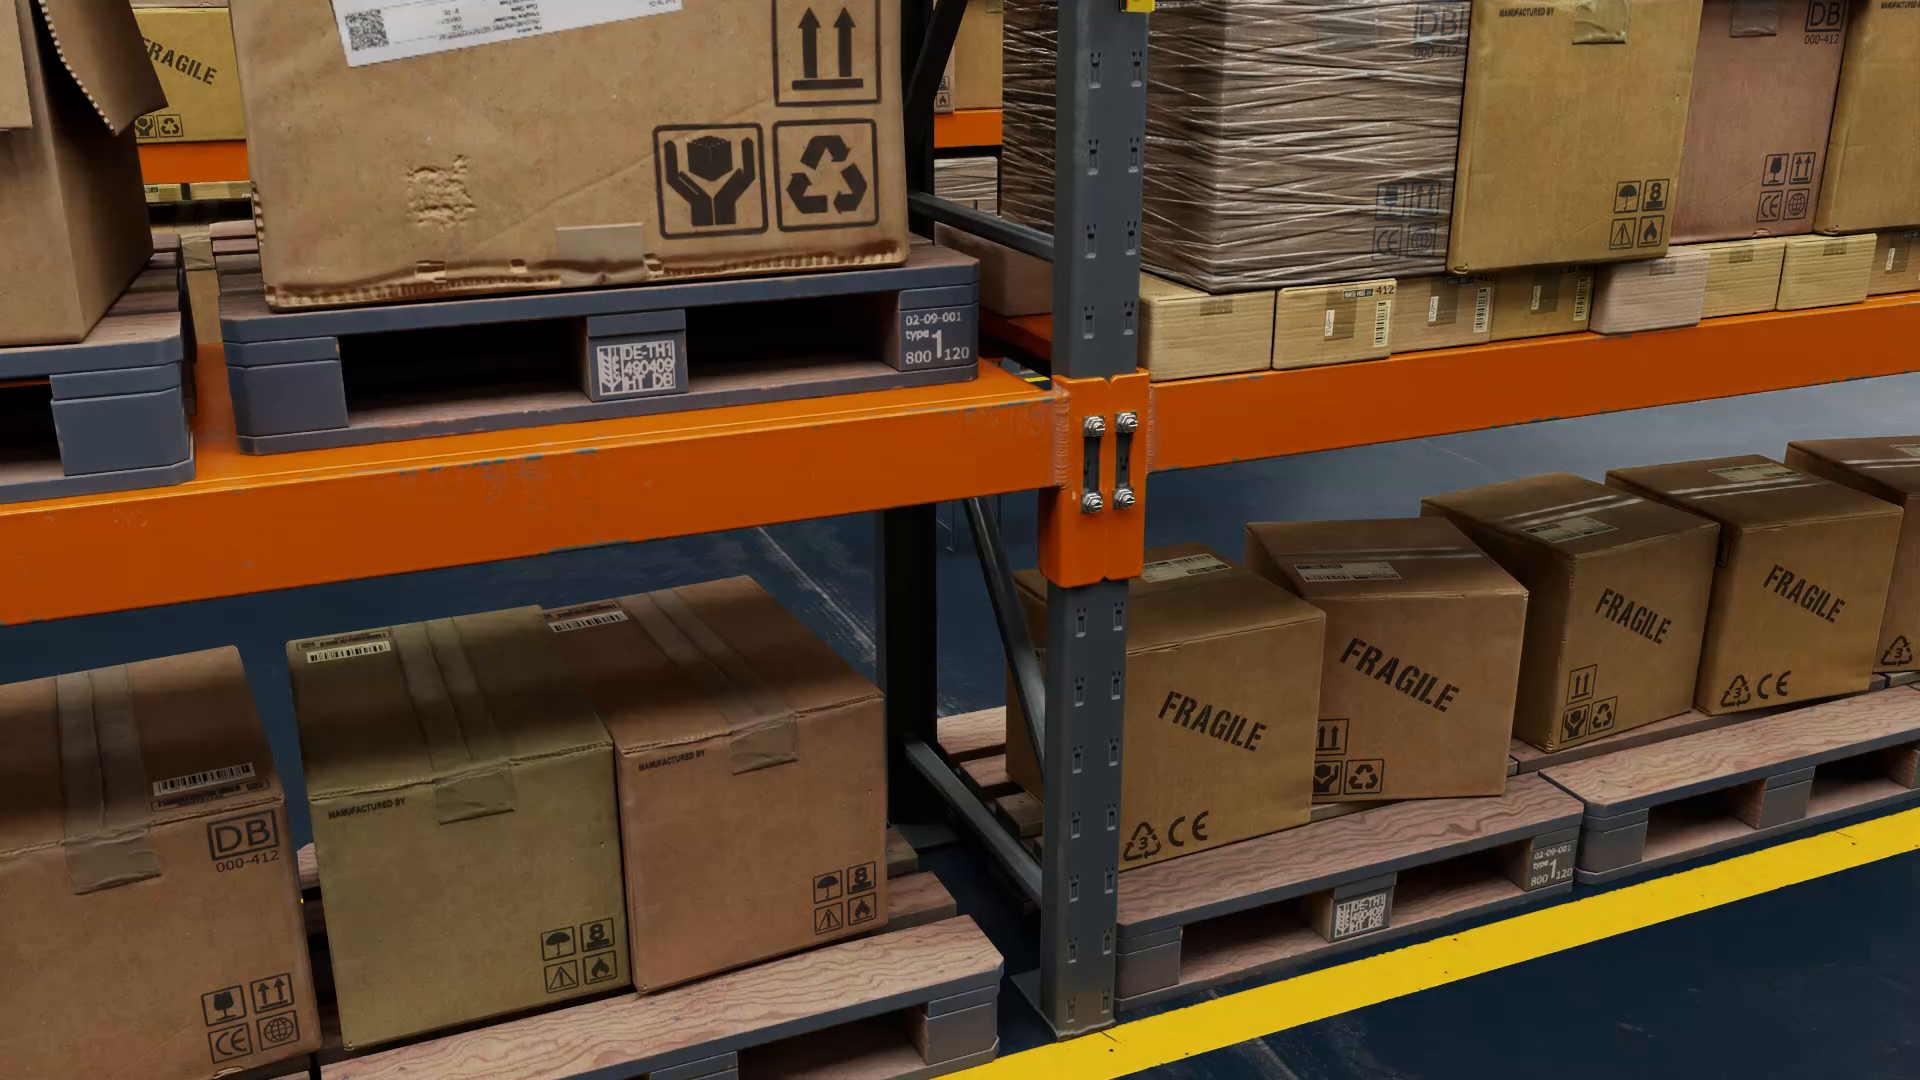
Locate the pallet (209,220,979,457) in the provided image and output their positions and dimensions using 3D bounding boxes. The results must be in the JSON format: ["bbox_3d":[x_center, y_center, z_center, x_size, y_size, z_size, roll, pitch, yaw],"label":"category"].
[{"bbox_3d":[-0.708,-0.449,3.069,1.213,0.211,1.003,-8,21,-22],"label":"pallet"}]

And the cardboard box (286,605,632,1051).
[{"bbox_3d":[-0.966,0.507,3.166,0.500,0.500,0.700,-8,21,-22],"label":"cardboard box"}]

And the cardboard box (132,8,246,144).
[{"bbox_3d":[-3.122,-1.885,6.709,0.500,0.500,0.500,-8,21,-21],"label":"cardboard box"}]

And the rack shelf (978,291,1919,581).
[{"bbox_3d":[1.888,-0.519,4.063,4.000,0.370,1.077,-8,21,-22],"label":"rack shelf"}]

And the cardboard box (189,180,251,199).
[{"bbox_3d":[-5.013,-2.411,11.676,0.625,0.372,0.950,-7,21,-19],"label":"cardboard box"}]

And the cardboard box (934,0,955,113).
[{"bbox_3d":[-0.448,-2.359,7.978,0.550,0.550,0.875,-8,21,-22],"label":"cardboard box"}]

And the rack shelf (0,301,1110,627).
[{"bbox_3d":[-1.785,0.007,2.569,4.000,0.370,1.077,-8,21,-22],"label":"rack shelf"}]

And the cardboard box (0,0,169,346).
[{"bbox_3d":[-1.504,-0.586,2.382,0.637,0.503,0.797,-6,20,-16],"label":"cardboard box"}]

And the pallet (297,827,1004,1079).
[{"bbox_3d":[-0.663,0.823,3.367,1.213,0.211,1.003,-8,21,-22],"label":"pallet"}]

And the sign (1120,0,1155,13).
[{"bbox_3d":[0.275,-0.973,2.525,0.005,0.325,0.100,-8,21,-22],"label":"sign"}]

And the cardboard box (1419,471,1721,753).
[{"bbox_3d":[1.496,0.162,4.177,0.500,0.500,0.500,-10,22,-27],"label":"cardboard box"}]

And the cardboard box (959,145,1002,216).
[{"bbox_3d":[0.449,-1.618,8.666,0.875,0.875,0.875,-9,21,-23],"label":"cardboard box"}]

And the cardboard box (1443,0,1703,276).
[{"bbox_3d":[0.962,-0.878,3.401,0.500,0.500,0.875,-8,21,-22],"label":"cardboard box"}]

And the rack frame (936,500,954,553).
[{"bbox_3d":[-0.071,-0.556,5.794,0.006,1.200,0.240,-8,21,-22],"label":"rack frame"}]

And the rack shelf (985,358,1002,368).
[{"bbox_3d":[0.013,-0.639,5.803,0.180,0.103,0.258,-8,21,-22],"label":"rack shelf"}]

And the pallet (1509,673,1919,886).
[{"bbox_3d":[1.776,0.459,4.401,1.213,0.211,1.003,-8,21,-22],"label":"pallet"}]

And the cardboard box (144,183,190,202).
[{"bbox_3d":[-5.651,-2.319,11.415,0.625,0.372,0.950,-7,21,-20],"label":"cardboard box"}]

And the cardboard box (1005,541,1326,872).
[{"bbox_3d":[0.434,0.345,3.657,0.500,0.500,0.500,-9,21,-24],"label":"cardboard box"}]

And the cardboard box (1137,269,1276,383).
[{"bbox_3d":[0.368,-0.413,3.058,0.250,0.149,0.380,-8,21,-22],"label":"cardboard box"}]

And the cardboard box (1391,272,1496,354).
[{"bbox_3d":[0.821,-0.484,3.258,0.250,0.149,0.380,-8,21,-22],"label":"cardboard box"}]

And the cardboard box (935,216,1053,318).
[{"bbox_3d":[0.132,-0.595,3.573,0.250,0.149,0.380,-8,21,-22],"label":"cardboard box"}]

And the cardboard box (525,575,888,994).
[{"bbox_3d":[-0.521,0.450,3.328,0.500,0.500,0.700,-10,22,-26],"label":"cardboard box"}]

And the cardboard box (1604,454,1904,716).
[{"bbox_3d":[2.027,0.102,4.347,0.500,0.500,0.500,-6,20,-17],"label":"cardboard box"}]

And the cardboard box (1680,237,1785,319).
[{"bbox_3d":[1.506,-0.585,3.546,0.250,0.149,0.380,-8,21,-22],"label":"cardboard box"}]

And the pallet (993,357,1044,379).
[{"bbox_3d":[0.031,-1.044,8.669,1.213,0.211,1.003,-8,21,-22],"label":"pallet"}]

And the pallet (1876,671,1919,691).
[{"bbox_3d":[2.894,0.300,4.853,1.213,0.211,1.003,-8,21,-22],"label":"pallet"}]

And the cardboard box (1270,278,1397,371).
[{"bbox_3d":[0.603,-0.442,3.140,0.250,0.149,0.380,-8,21,-22],"label":"cardboard box"}]

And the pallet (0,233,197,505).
[{"bbox_3d":[-1.820,-0.252,2.509,1.213,0.211,1.003,-8,21,-22],"label":"pallet"}]

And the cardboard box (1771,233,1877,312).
[{"bbox_3d":[1.740,-0.615,3.630,0.250,0.149,0.380,-8,21,-22],"label":"cardboard box"}]

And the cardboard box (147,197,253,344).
[{"bbox_3d":[-3.242,-1.023,7.167,0.750,0.750,1.050,-8,21,-22],"label":"cardboard box"}]

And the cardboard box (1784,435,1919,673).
[{"bbox_3d":[2.609,0.026,4.565,0.500,0.500,0.500,-3,20,-8],"label":"cardboard box"}]

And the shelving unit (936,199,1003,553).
[{"bbox_3d":[0.013,-0.568,5.828,0.189,1.200,0.258,-8,21,-22],"label":"shelving unit"}]

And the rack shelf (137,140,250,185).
[{"bbox_3d":[-3.657,-1.519,6.902,4.000,0.370,1.077,-8,21,-22],"label":"rack shelf"}]

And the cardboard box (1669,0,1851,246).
[{"bbox_3d":[1.381,-0.975,3.675,0.500,0.500,0.875,-8,21,-22],"label":"cardboard box"}]

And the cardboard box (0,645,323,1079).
[{"bbox_3d":[-1.480,0.581,2.956,0.500,0.500,0.700,-10,22,-27],"label":"cardboard box"}]

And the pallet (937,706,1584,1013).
[{"bbox_3d":[0.654,0.621,3.941,1.213,0.211,1.003,-8,21,-22],"label":"pallet"}]

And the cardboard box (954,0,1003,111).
[{"bbox_3d":[-0.001,-2.459,8.263,0.500,0.550,0.875,-8,21,-22],"label":"cardboard box"}]

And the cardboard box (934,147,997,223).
[{"bbox_3d":[-0.389,-1.498,8.328,0.875,0.875,0.875,-8,21,-22],"label":"cardboard box"}]

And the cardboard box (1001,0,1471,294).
[{"bbox_3d":[0.489,-0.823,3.245,0.500,0.500,0.875,-8,21,-22],"label":"cardboard box"}]

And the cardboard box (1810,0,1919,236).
[{"bbox_3d":[1.857,-1.028,3.826,0.500,0.500,0.875,-8,21,-22],"label":"cardboard box"}]

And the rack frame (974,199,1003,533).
[{"bbox_3d":[0.097,-0.580,5.862,0.006,1.200,0.240,-8,21,-22],"label":"rack frame"}]

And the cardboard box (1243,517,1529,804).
[{"bbox_3d":[0.957,0.268,3.877,0.500,0.500,0.500,-2,19,-5],"label":"cardboard box"}]

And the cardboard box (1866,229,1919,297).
[{"bbox_3d":[1.952,-0.662,3.763,0.250,0.149,0.380,-8,21,-22],"label":"cardboard box"}]

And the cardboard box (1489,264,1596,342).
[{"bbox_3d":[1.047,-0.519,3.359,0.250,0.149,0.380,-8,21,-22],"label":"cardboard box"}]

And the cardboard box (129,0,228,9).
[{"bbox_3d":[-3.210,-2.438,6.774,0.500,0.500,0.700,-8,21,-21],"label":"cardboard box"}]

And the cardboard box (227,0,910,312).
[{"bbox_3d":[-0.734,-1.015,2.851,1.000,1.000,1.000,-8,21,-22],"label":"cardboard box"}]

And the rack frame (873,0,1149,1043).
[{"bbox_3d":[0.051,-0.595,3.196,0.127,3.000,1.000,-8,21,-22],"label":"rack frame"}]

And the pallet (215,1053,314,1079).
[{"bbox_3d":[-1.785,0.985,2.908,1.213,0.211,1.003,-8,21,-22],"label":"pallet"}]

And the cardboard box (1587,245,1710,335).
[{"bbox_3d":[1.293,-0.540,3.417,0.250,0.149,0.380,-8,21,-22],"label":"cardboard box"}]

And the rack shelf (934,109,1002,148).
[{"bbox_3d":[0.016,-2.045,8.397,4.000,0.370,1.077,-8,21,-22],"label":"rack shelf"}]
